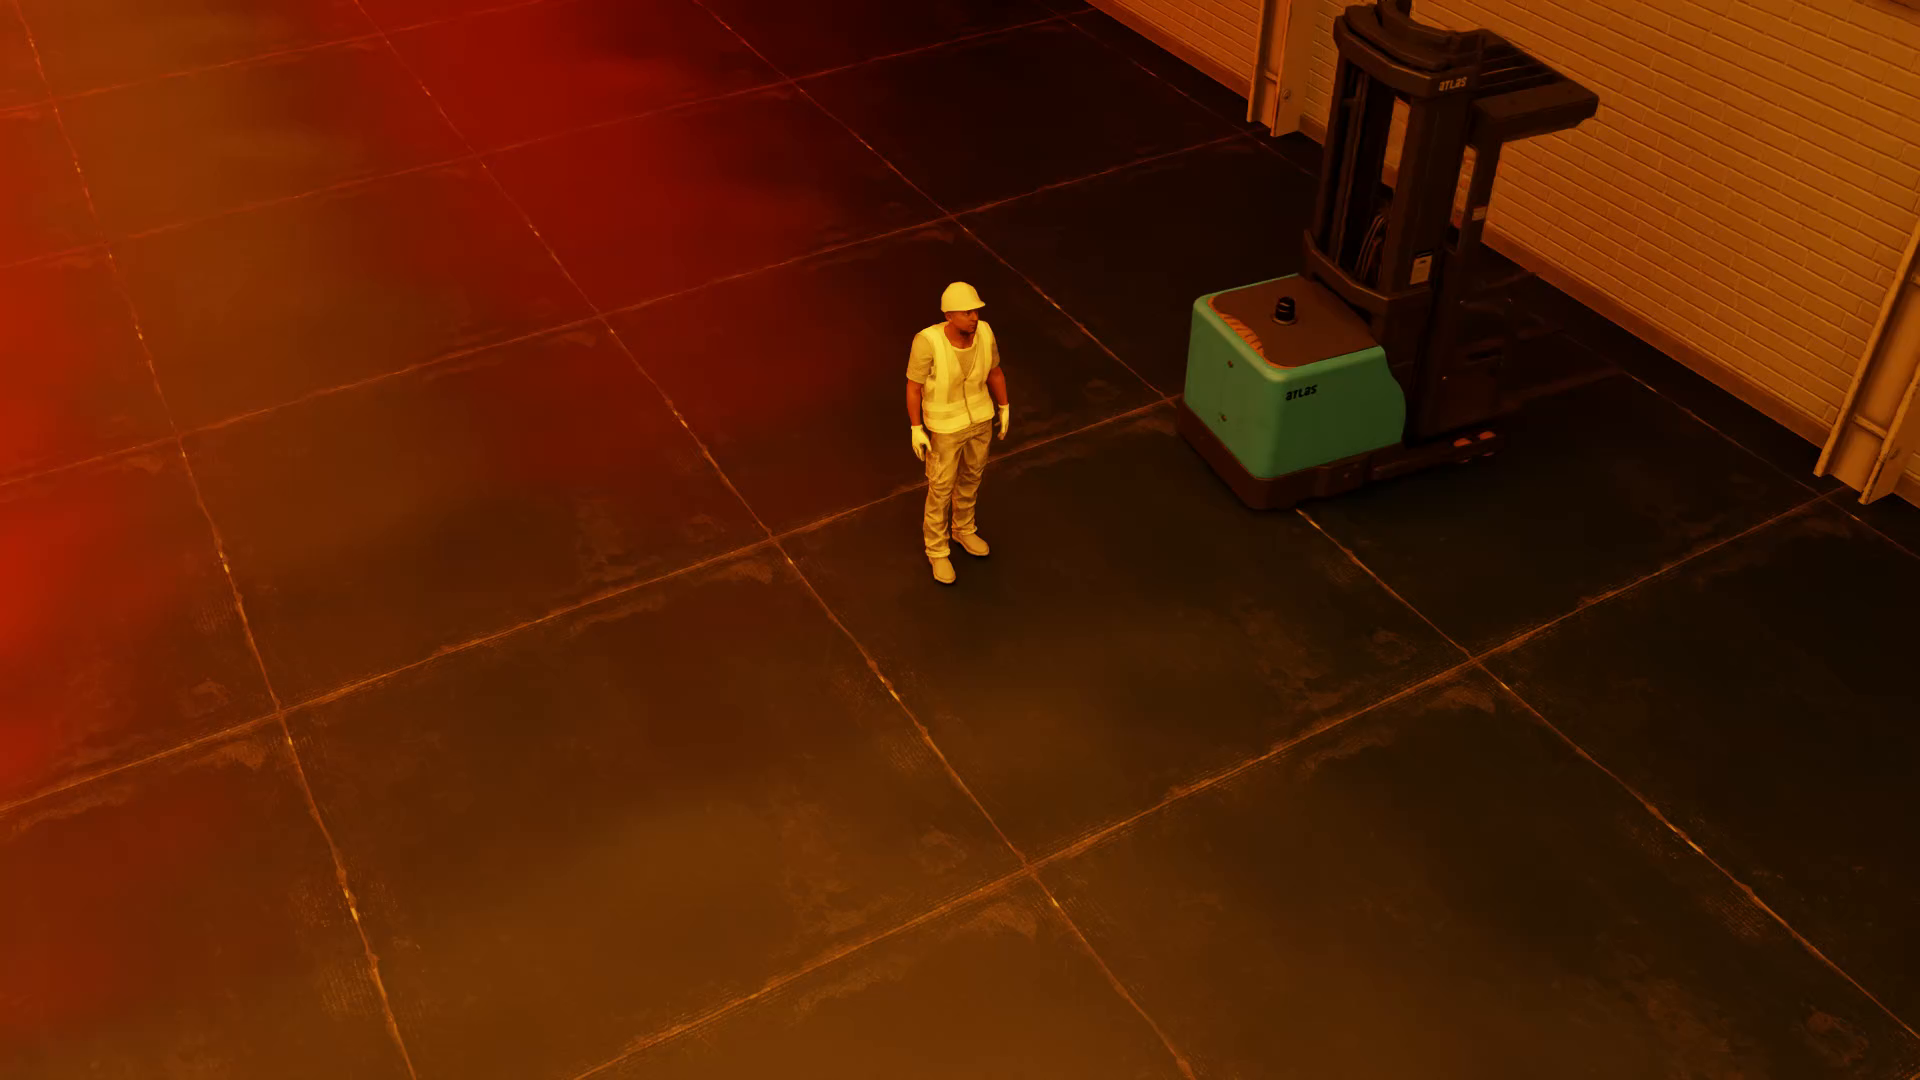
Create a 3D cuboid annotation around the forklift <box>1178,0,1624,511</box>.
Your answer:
[{"bbox_3d":[3.024,-1.927,10.359,3.031,2.935,1.130,-15,42,-18],"label":"forklift"}]

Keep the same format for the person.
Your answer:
[{"bbox_3d":[0.029,-0.649,9.707,0.656,1.781,0.577,-20,44,-23],"label":"person"}]
